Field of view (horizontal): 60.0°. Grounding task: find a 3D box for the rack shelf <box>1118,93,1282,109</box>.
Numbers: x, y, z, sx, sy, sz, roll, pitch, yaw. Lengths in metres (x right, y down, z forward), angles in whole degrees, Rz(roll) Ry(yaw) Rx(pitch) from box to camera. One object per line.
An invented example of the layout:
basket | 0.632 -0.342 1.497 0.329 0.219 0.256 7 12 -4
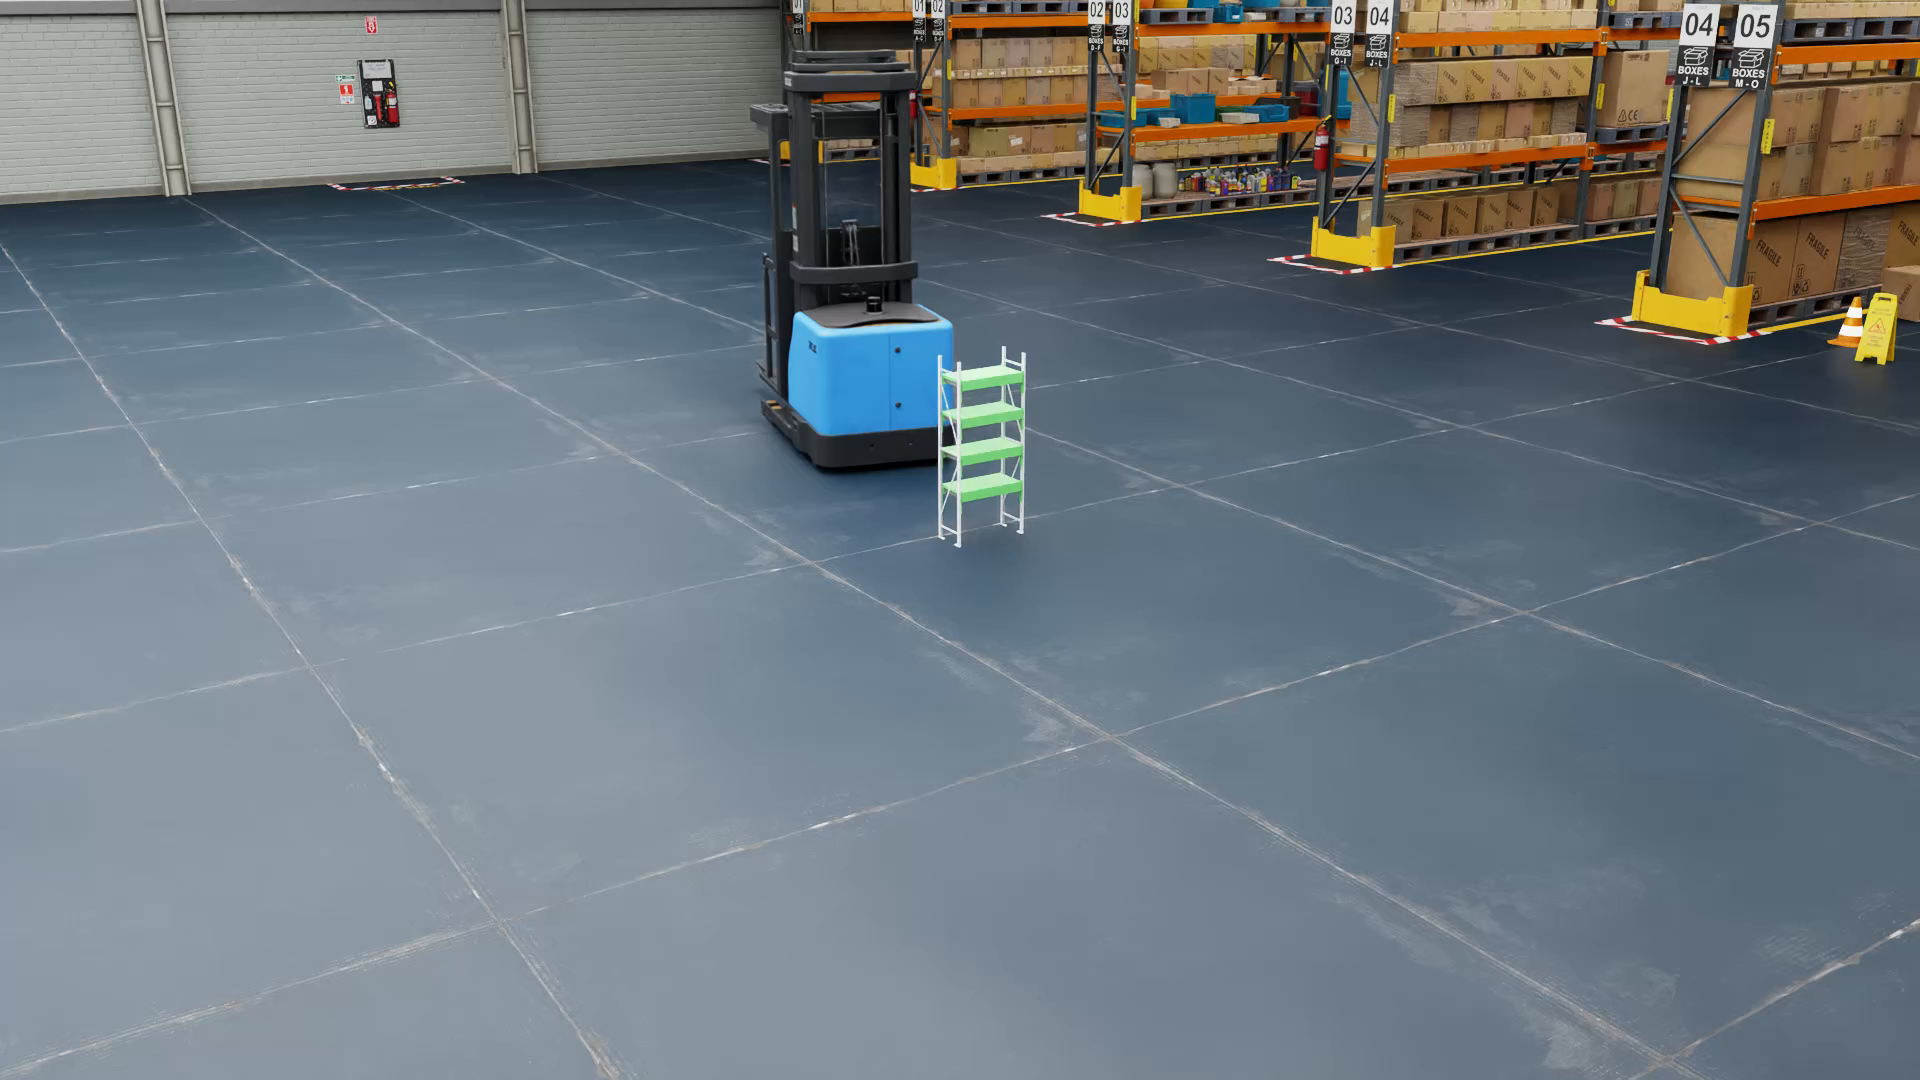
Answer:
rack shelf | 4.528 -8.366 31.930 4.000 0.370 1.077 -12 22 -31

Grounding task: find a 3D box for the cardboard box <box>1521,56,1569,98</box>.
cardboard box | 7.661 -6.125 21.996 0.500 0.500 0.500 -12 22 -31

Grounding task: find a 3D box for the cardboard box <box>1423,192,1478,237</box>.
cardboard box | 6.506 -4.339 22.144 0.500 0.500 0.500 -10 21 -26

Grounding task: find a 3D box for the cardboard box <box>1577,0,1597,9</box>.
cardboard box | 8.190 -7.108 22.015 0.250 0.149 0.380 -11 22 -30

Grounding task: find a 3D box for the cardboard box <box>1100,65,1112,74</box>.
cardboard box | 2.541 -8.561 30.215 0.250 0.149 0.380 -12 22 -33

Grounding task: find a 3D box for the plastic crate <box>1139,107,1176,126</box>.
plastic crate | 3.037 -6.535 25.623 0.408 0.251 0.499 -12 22 -31

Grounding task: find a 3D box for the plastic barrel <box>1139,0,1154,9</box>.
plastic barrel | 2.574 -8.267 24.505 0.708 0.830 0.600 -12 22 -31

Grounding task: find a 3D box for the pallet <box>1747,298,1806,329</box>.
pallet | 8.230 -2.496 17.797 1.213 0.211 1.003 -12 22 -31

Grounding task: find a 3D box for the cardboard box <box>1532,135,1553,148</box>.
cardboard box | 7.681 -5.325 22.205 0.250 0.149 0.380 -12 22 -31

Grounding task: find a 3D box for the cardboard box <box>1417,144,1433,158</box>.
cardboard box | 5.767 -4.946 21.083 0.250 0.149 0.380 -12 22 -31

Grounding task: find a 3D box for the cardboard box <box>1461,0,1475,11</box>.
cardboard box | 6.204 -6.693 20.786 0.250 0.149 0.380 -12 22 -32

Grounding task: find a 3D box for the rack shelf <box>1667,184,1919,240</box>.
rack shelf | 9.276 -3.666 18.030 4.000 0.370 1.077 -12 22 -31

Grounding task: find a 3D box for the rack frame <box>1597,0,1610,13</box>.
rack frame | 8.303 -8.546 21.973 0.127 3.000 1.000 -12 22 -31

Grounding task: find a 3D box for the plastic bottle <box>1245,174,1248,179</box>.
plastic bottle | 4.572 -5.670 26.387 0.133 0.283 0.061 -12 22 -31

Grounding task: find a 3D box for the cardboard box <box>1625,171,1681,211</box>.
cardboard box | 10.169 -5.107 24.382 0.500 0.500 0.700 -10 21 -27

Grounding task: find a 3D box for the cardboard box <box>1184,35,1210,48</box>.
cardboard box | 5.278 -11.223 37.435 0.500 0.250 0.500 -12 22 -33

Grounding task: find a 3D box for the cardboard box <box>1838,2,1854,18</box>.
cardboard box | 8.701 -5.312 16.670 0.250 0.149 0.380 -12 22 -31

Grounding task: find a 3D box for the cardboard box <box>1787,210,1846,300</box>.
cardboard box | 8.869 -3.140 18.011 0.875 0.875 0.875 -12 22 -32

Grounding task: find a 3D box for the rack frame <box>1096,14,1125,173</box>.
rack frame | 2.857 -8.354 30.773 0.127 3.000 1.000 -12 22 -31

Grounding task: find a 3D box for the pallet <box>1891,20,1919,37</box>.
pallet | 10.257 -5.597 18.072 1.213 0.211 1.003 -12 22 -31

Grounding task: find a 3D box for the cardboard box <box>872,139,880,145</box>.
cardboard box | -1.467 -8.313 33.865 0.500 0.500 0.700 -14 23 -35

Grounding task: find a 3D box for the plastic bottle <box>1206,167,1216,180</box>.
plastic bottle | 4.008 -5.810 26.697 0.185 0.351 0.144 -11 22 -29

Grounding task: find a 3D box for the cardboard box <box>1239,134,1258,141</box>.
cardboard box | 5.466 -7.970 32.397 0.500 0.311 0.500 -12 22 -32

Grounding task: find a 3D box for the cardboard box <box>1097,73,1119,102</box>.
cardboard box | 2.490 -8.322 30.521 0.500 0.500 0.700 -13 22 -33

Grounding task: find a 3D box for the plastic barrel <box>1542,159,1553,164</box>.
plastic barrel | 10.684 -7.167 30.489 0.421 0.512 0.421 0 19 0

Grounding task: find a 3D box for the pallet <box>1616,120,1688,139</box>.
pallet | 10.013 -5.958 23.984 1.213 0.211 1.003 -12 22 -31

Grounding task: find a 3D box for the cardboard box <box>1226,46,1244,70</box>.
cardboard box | 6.144 -11.044 38.078 0.500 0.500 0.500 -12 22 -31

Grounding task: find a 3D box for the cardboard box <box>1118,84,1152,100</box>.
cardboard box | 3.245 -8.382 31.088 0.500 0.250 0.500 -10 21 -28

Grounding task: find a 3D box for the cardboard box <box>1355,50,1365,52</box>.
cardboard box | 8.481 -9.848 34.380 0.500 0.500 0.700 -8 20 -23

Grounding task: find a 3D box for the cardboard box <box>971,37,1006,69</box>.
cardboard box | 0.394 -8.494 29.004 0.500 0.500 0.700 -13 22 -33

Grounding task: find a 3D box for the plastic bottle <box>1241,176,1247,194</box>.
plastic bottle | 4.462 -5.590 26.169 0.097 0.271 0.097 0 19 0

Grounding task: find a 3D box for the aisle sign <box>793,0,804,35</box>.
aisle sign | -3.106 -10.113 31.915 0.004 0.787 0.394 -12 22 -31

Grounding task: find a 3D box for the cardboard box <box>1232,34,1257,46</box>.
cardboard box | 6.562 -11.490 38.226 0.500 0.250 0.500 -11 22 -30

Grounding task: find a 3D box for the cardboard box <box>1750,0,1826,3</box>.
cardboard box | 8.150 -5.408 16.333 0.500 0.250 0.500 -12 22 -32

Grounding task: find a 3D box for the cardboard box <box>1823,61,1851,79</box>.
cardboard box | 13.365 -7.290 25.901 0.637 0.503 0.797 -11 22 -30

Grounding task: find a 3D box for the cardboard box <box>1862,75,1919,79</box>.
cardboard box | 10.619 -4.886 18.594 0.550 0.550 0.875 -12 22 -31

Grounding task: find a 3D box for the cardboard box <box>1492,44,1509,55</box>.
cardboard box | 11.378 -10.565 35.594 0.500 0.500 0.500 -11 22 -30

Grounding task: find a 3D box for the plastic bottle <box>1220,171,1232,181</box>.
plastic bottle | 4.266 -5.772 26.702 0.135 0.276 0.152 -12 22 -31

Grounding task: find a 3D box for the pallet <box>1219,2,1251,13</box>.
pallet | 4.748 -10.049 31.398 1.213 0.211 1.003 -11 21 -29

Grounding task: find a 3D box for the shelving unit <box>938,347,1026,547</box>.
shelving unit | 0.138 -0.598 10.639 0.503 1.200 0.258 -12 22 -31

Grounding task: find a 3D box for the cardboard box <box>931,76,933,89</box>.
cardboard box | -0.520 -9.367 33.972 0.500 0.250 0.500 -12 22 -31

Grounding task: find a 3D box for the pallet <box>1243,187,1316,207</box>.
pallet | 4.995 -5.601 26.982 1.213 0.211 1.003 -12 22 -31

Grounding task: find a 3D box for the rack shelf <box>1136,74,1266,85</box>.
rack shelf | 5.141 -10.395 37.932 4.000 0.370 1.077 -12 22 -31

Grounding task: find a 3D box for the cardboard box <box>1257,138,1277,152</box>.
cardboard box | 5.893 -7.797 32.763 0.500 0.250 0.500 -11 22 -30

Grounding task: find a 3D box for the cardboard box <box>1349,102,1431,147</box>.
cardboard box | 5.436 -5.277 21.050 0.500 0.500 0.875 -12 22 -31

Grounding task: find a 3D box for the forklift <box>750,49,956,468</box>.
forklift | -0.993 -2.348 13.113 1.130 2.935 3.031 -6 20 -18

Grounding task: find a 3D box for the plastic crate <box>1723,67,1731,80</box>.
plastic crate | 15.424 -9.079 32.767 0.499 0.435 0.616 -12 22 -31

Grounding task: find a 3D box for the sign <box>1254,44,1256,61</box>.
sign | 5.892 -9.713 33.109 0.005 0.325 0.100 -12 22 -31

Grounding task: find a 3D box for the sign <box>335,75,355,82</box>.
sign | -10.708 -8.044 28.970 0.331 0.109 0.001 -12 22 -31

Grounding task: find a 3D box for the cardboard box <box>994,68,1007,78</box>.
cardboard box | 0.603 -8.151 29.001 0.250 0.149 0.380 -12 22 -32

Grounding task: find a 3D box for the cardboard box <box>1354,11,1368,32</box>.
cardboard box | 5.225 -6.502 20.845 0.500 0.250 0.500 -11 22 -30

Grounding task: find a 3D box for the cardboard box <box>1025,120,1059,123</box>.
cardboard box | 1.463 -7.432 30.511 0.500 0.500 0.500 -12 22 -31

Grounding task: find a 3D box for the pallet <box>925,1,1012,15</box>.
pallet | 0.121 -9.147 28.571 1.213 0.211 1.003 -12 22 -31

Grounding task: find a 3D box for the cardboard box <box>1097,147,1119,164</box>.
cardboard box | 2.590 -7.111 30.732 0.500 0.250 0.500 -12 22 -31
